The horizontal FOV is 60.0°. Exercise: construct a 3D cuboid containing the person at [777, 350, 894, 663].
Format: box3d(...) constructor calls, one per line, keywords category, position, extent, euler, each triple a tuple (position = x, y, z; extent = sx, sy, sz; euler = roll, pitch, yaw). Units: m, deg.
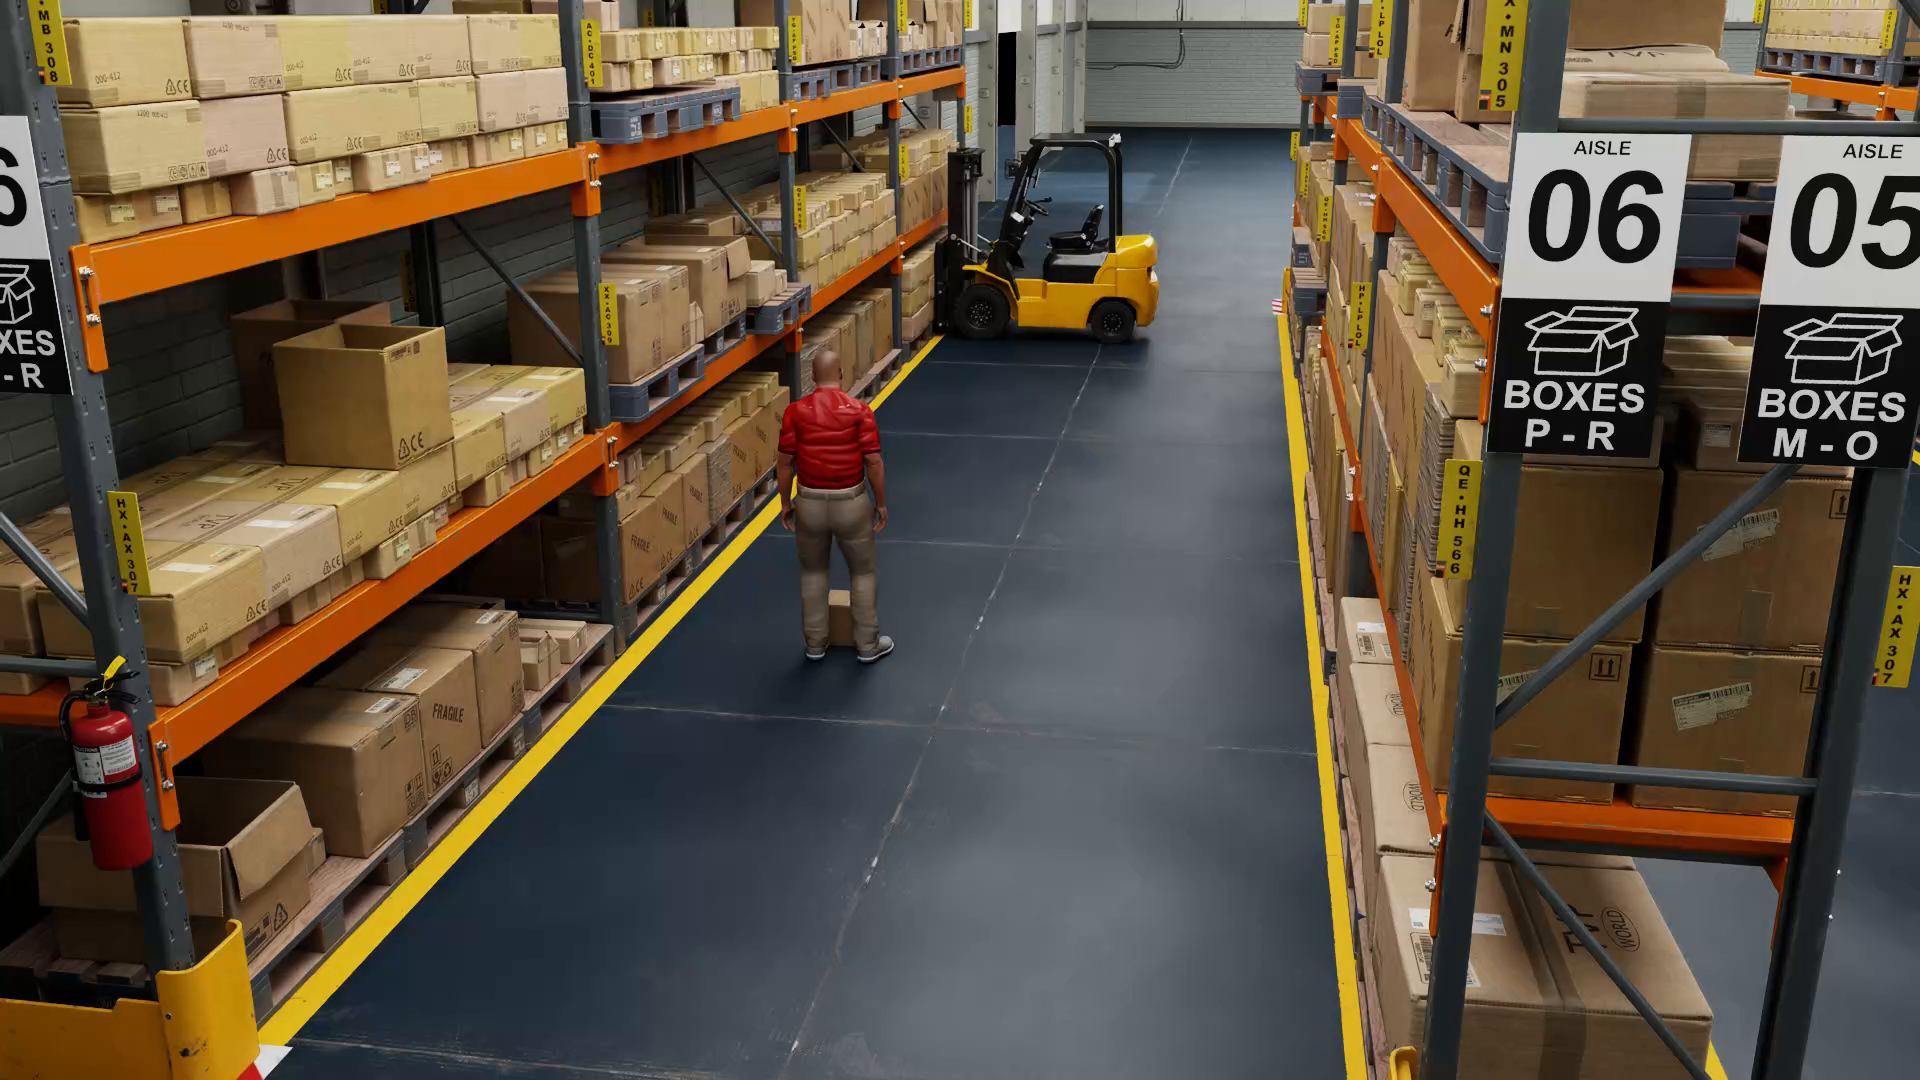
box3d(category="person", position=(-0.690, -0.177, 9.126), extent=(0.606, 1.727, 0.399), euler=(2, 18, 5))
